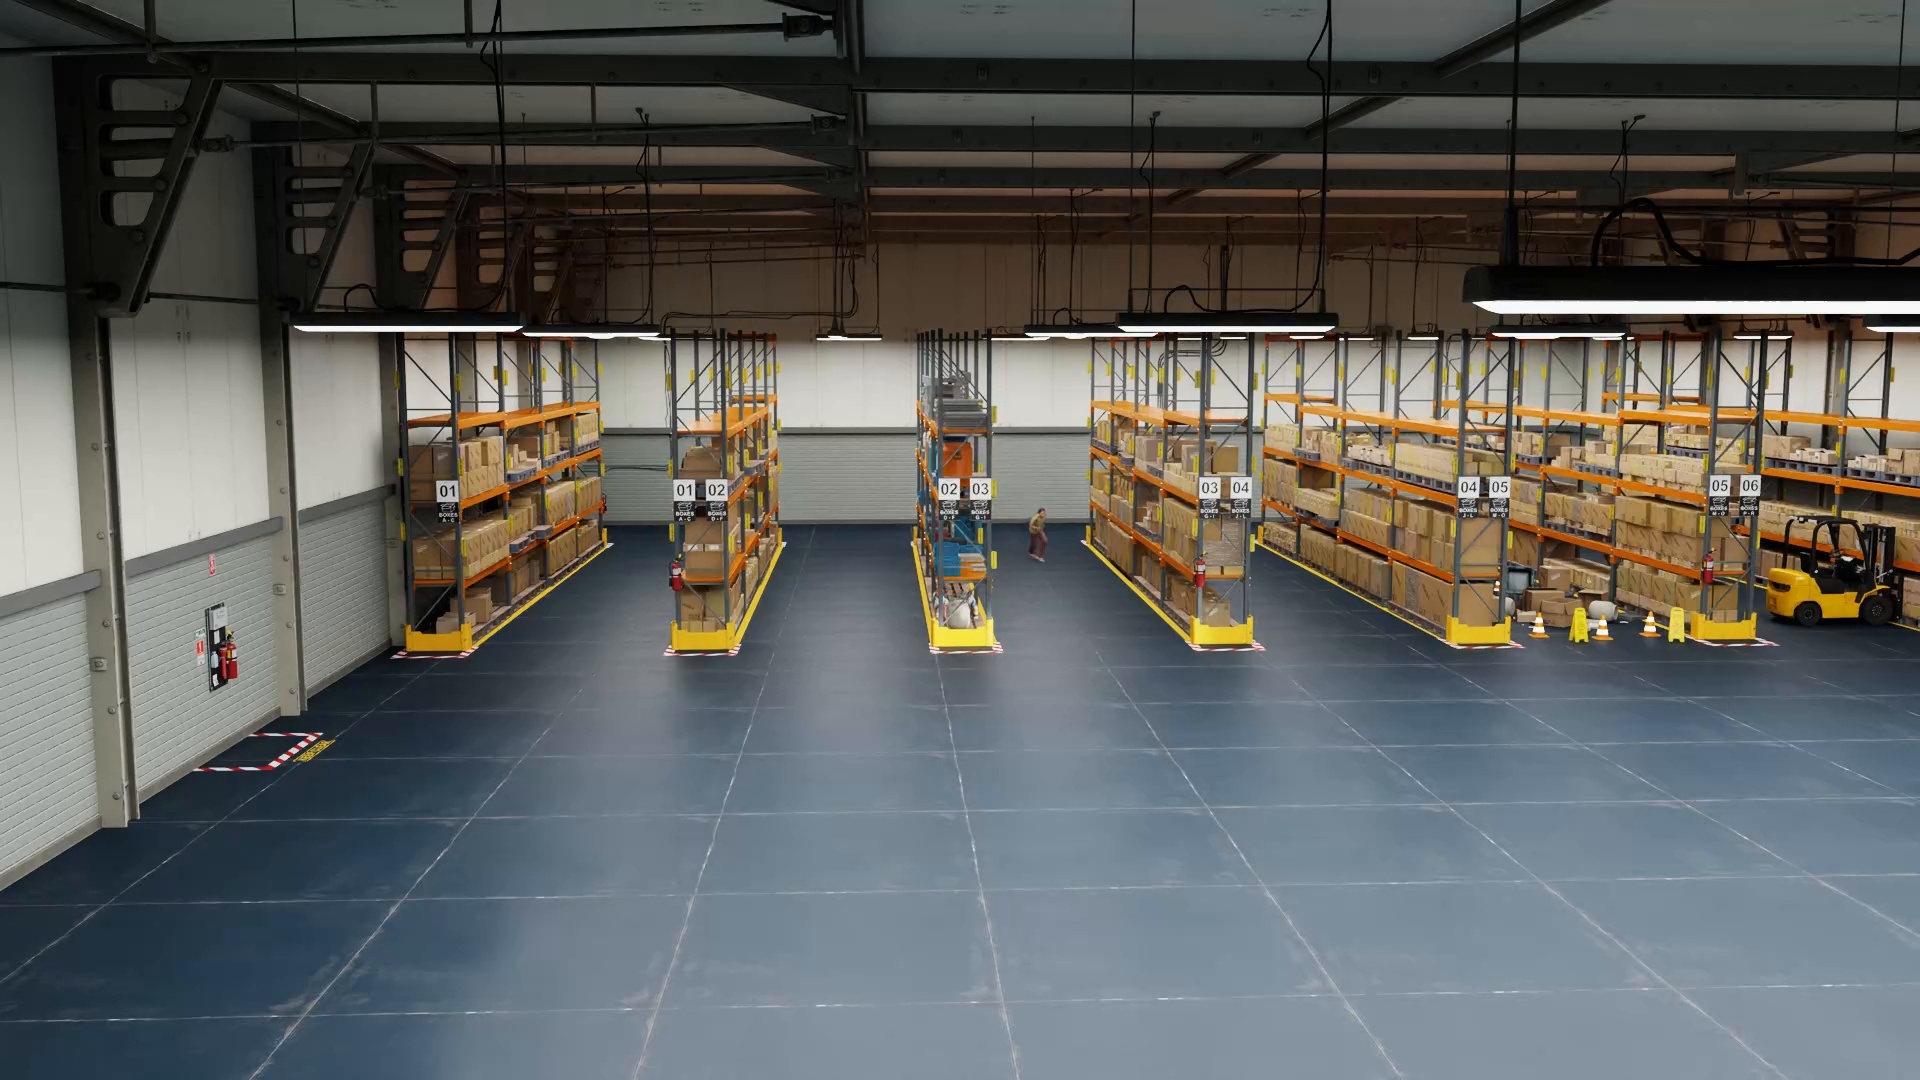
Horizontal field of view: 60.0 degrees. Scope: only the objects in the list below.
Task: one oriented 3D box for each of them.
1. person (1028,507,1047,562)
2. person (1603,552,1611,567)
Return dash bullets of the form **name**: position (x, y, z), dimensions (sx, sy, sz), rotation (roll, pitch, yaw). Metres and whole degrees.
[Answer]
- **person**: position (1.987, -0.177, 44.138), dimensions (0.574, 1.463, 1.094), rotation (-3, 7, -25)
- **person**: position (16.178, -0.018, 41.359), dimensions (0.753, 1.753, 0.674), rotation (-1, 7, -7)
